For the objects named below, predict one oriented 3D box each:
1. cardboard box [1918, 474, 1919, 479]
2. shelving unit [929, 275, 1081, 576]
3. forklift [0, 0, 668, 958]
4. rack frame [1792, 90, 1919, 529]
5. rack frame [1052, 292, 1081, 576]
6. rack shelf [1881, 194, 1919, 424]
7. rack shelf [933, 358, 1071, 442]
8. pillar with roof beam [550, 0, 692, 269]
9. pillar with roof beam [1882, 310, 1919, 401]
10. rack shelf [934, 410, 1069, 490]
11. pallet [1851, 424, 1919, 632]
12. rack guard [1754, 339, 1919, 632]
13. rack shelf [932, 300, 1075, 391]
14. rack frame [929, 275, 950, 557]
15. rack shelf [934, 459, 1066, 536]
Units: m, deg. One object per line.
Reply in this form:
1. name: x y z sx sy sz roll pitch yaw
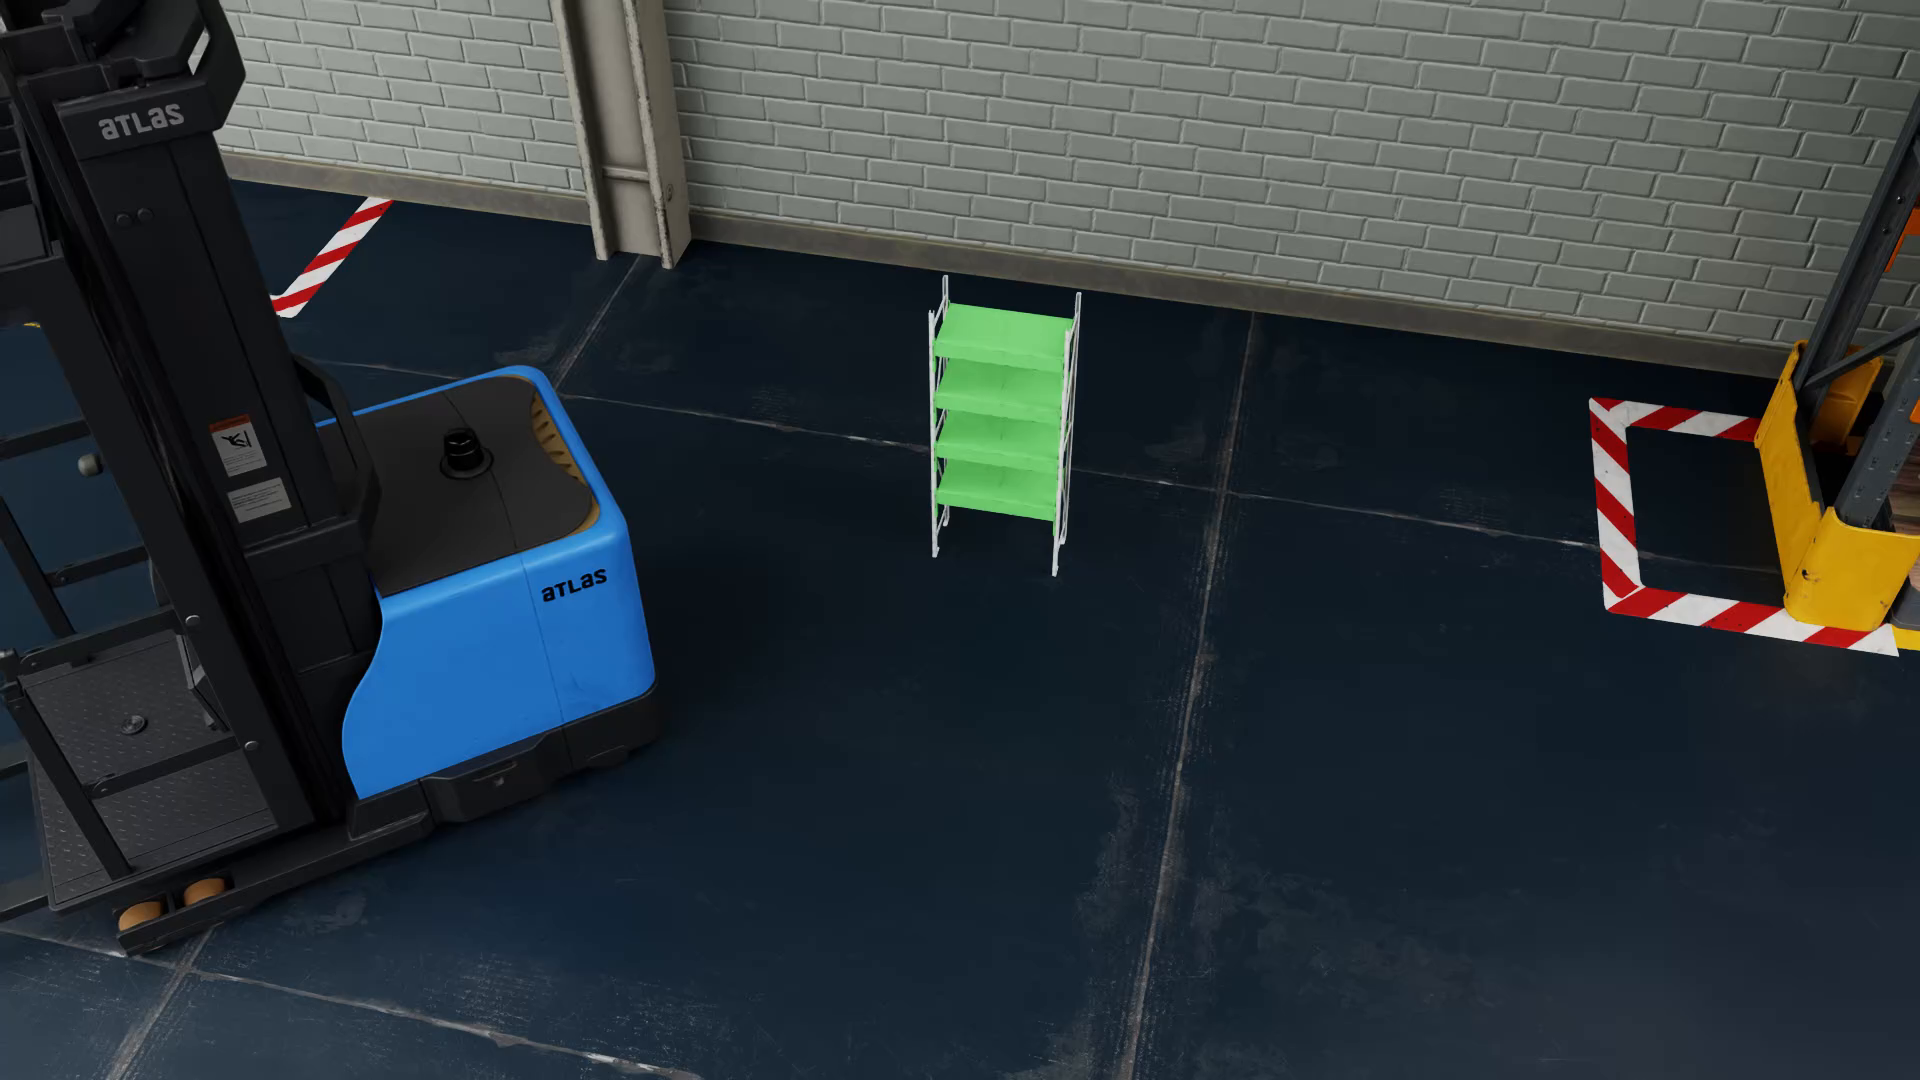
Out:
1. cardboard box: 4.076 -0.175 6.391 0.500 0.311 0.500 4 44 4
2. shelving unit: 0.162 -0.407 6.308 0.503 1.200 0.258 9 45 9
3. forklift: -2.596 -0.151 4.794 3.031 2.935 1.130 -20 47 -20
4. rack frame: 3.421 -1.151 5.783 0.127 3.000 1.000 9 45 9
5. rack frame: 0.400 -0.370 6.270 0.015 1.200 0.240 9 45 9
6. rack shelf: 5.372 -0.589 5.718 4.000 0.370 1.077 9 45 9
7. rack shelf: 0.162 -0.534 6.186 0.480 0.148 0.258 9 45 9
8. pillar with roof beam: -2.503 -1.787 2.118 0.400 9.000 9.100 9 45 9
9. pillar with roof beam: 3.353 -0.879 1.174 0.400 9.000 9.100 9 45 9
10. rack shelf: 0.162 -0.361 6.352 0.480 0.148 0.258 9 45 9
11. pallet: 4.280 0.012 6.585 1.213 0.211 1.003 9 45 9
12. rack guard: 3.495 -0.239 6.638 0.348 0.500 1.175 9 45 9
13. rack shelf: 0.162 -0.707 6.019 0.480 0.148 0.258 9 45 9
14. rack frame: -0.077 -0.444 6.346 0.015 1.200 0.240 9 45 9
15. rack shelf: 0.162 -0.188 6.519 0.480 0.148 0.258 9 45 9
